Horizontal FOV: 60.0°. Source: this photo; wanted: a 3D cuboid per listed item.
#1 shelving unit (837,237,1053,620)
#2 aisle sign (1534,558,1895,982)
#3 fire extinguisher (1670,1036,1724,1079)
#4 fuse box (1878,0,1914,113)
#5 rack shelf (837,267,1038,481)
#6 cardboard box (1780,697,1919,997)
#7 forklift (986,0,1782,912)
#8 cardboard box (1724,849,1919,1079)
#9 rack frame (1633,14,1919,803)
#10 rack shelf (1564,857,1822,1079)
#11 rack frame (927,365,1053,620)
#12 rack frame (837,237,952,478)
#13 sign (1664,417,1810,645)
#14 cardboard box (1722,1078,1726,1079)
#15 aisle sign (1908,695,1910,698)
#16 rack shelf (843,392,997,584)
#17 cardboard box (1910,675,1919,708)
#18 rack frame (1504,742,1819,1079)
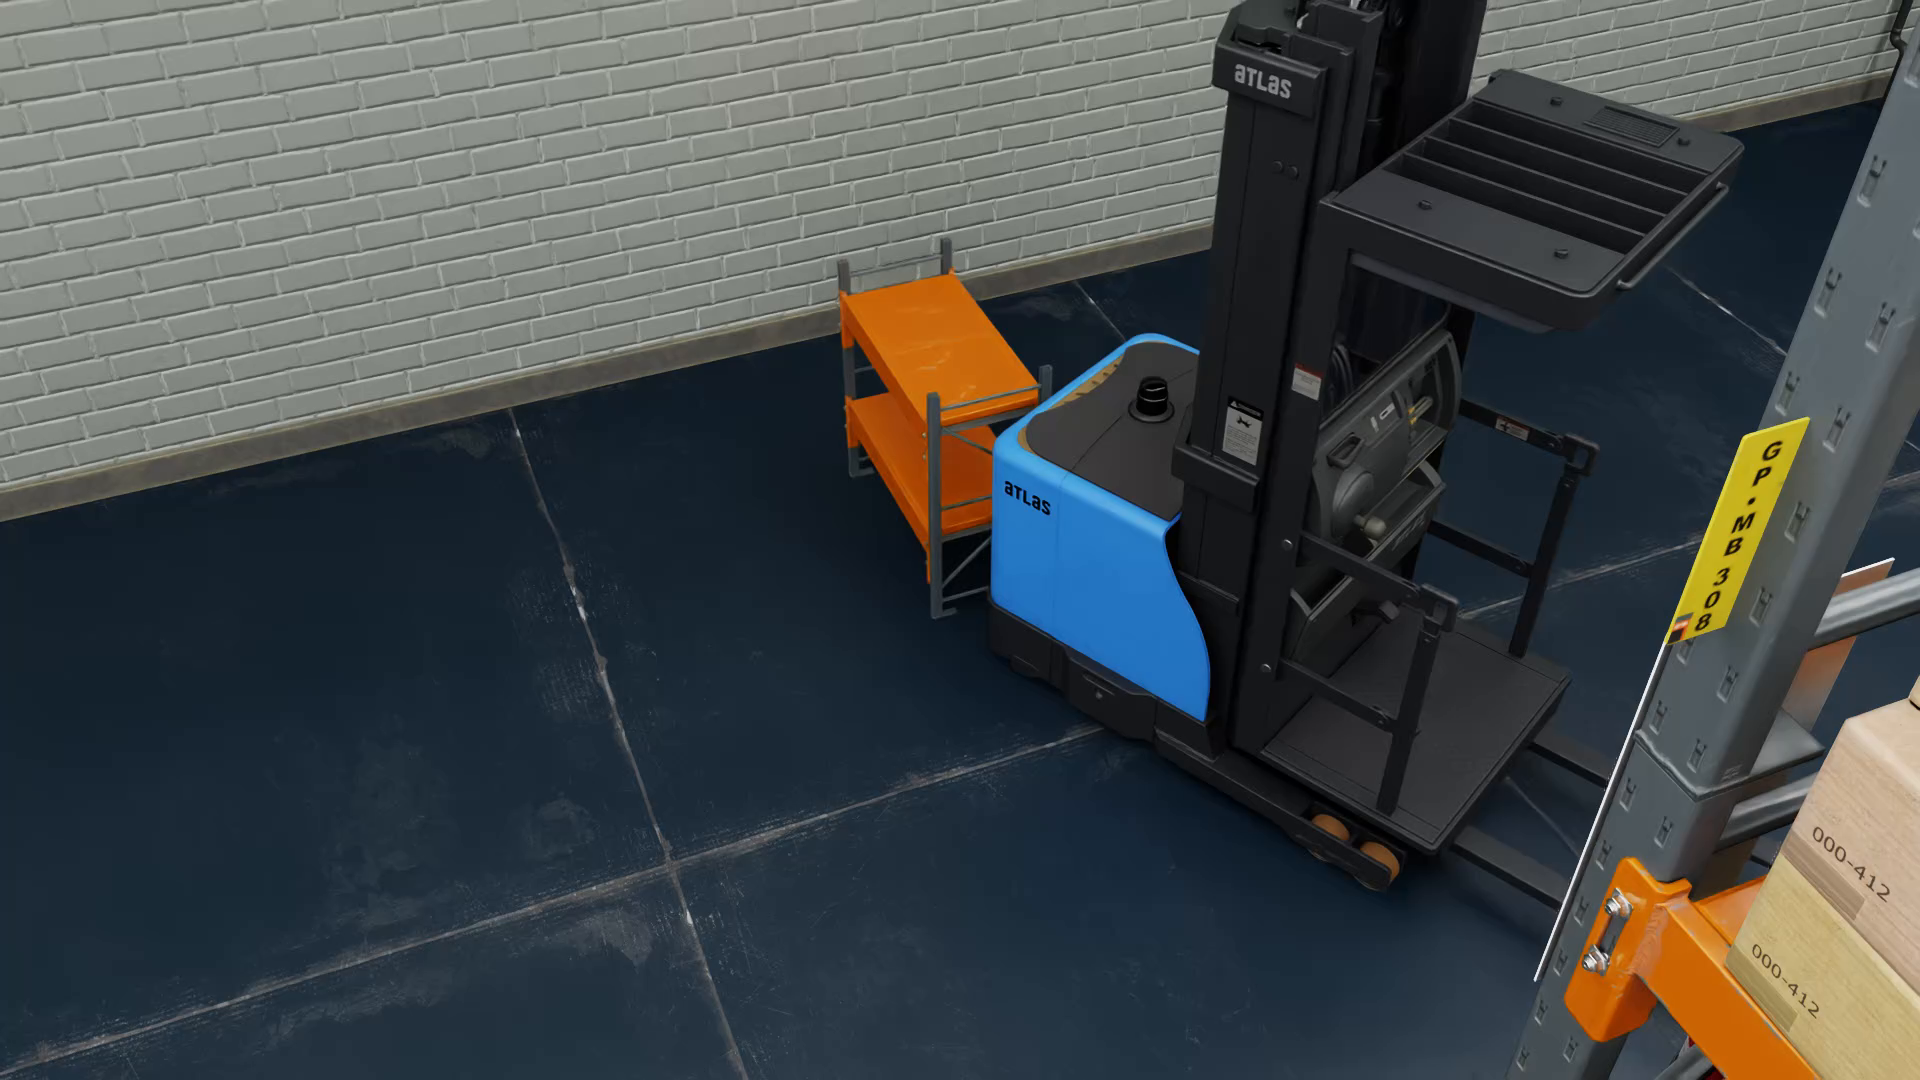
[{"bbox_3d":[-0.079,-0.475,6.940,0.538,1.125,1.048,-15,43,-17],"label":"shelving unit"},{"bbox_3d":[1.122,0.374,2.521,0.394,0.787,0.004,-15,43,-17],"label":"aisle sign"},{"bbox_3d":[1.757,1.232,3.862,0.296,0.674,0.183,-15,43,-17],"label":"fire extinguisher"},{"bbox_3d":[5.779,-3.306,9.782,0.539,1.711,0.414,-15,43,-17],"label":"fuse box"},{"bbox_3d":[-0.079,-0.697,6.749,0.538,0.278,1.000,-15,43,-17],"label":"rack shelf"},{"bbox_3d":[1.359,0.394,1.923,0.500,0.250,0.500,-14,43,-16],"label":"cardboard box"},{"bbox_3d":[1.556,-0.280,5.328,3.031,2.935,1.130,29,48,29],"label":"forklift"},{"bbox_3d":[1.363,0.582,2.087,0.500,0.250,0.500,-14,43,-15],"label":"cardboard box"},{"bbox_3d":[1.427,-0.946,1.449,1.000,3.000,0.127,-15,43,-17],"label":"rack frame"},{"bbox_3d":[2.192,1.669,1.260,1.077,0.370,4.000,-15,43,-17],"label":"rack shelf"},{"bbox_3d":[0.113,-0.168,6.583,0.500,1.125,0.032,-15,43,-17],"label":"rack frame"},{"bbox_3d":[-0.271,-0.782,7.296,0.500,1.125,0.032,-15,43,-17],"label":"rack frame"},{"bbox_3d":[0.926,-0.005,1.984,0.100,0.325,0.005,-15,43,-17],"label":"sign"},{"bbox_3d":[1.353,1.135,2.558,0.500,0.500,0.500,-15,43,-17],"label":"cardboard box"},{"bbox_3d":[1.676,0.224,2.695,0.394,0.787,0.004,-15,43,-17],"label":"aisle sign"},{"bbox_3d":[-0.079,-0.290,7.099,0.538,0.278,1.000,-15,43,-17],"label":"rack shelf"},{"bbox_3d":[1.340,0.159,1.890,0.380,0.149,0.250,-15,43,-17],"label":"cardboard box"},{"bbox_3d":[1.427,1.328,3.405,1.000,3.000,0.127,-15,43,-17],"label":"rack frame"}]
